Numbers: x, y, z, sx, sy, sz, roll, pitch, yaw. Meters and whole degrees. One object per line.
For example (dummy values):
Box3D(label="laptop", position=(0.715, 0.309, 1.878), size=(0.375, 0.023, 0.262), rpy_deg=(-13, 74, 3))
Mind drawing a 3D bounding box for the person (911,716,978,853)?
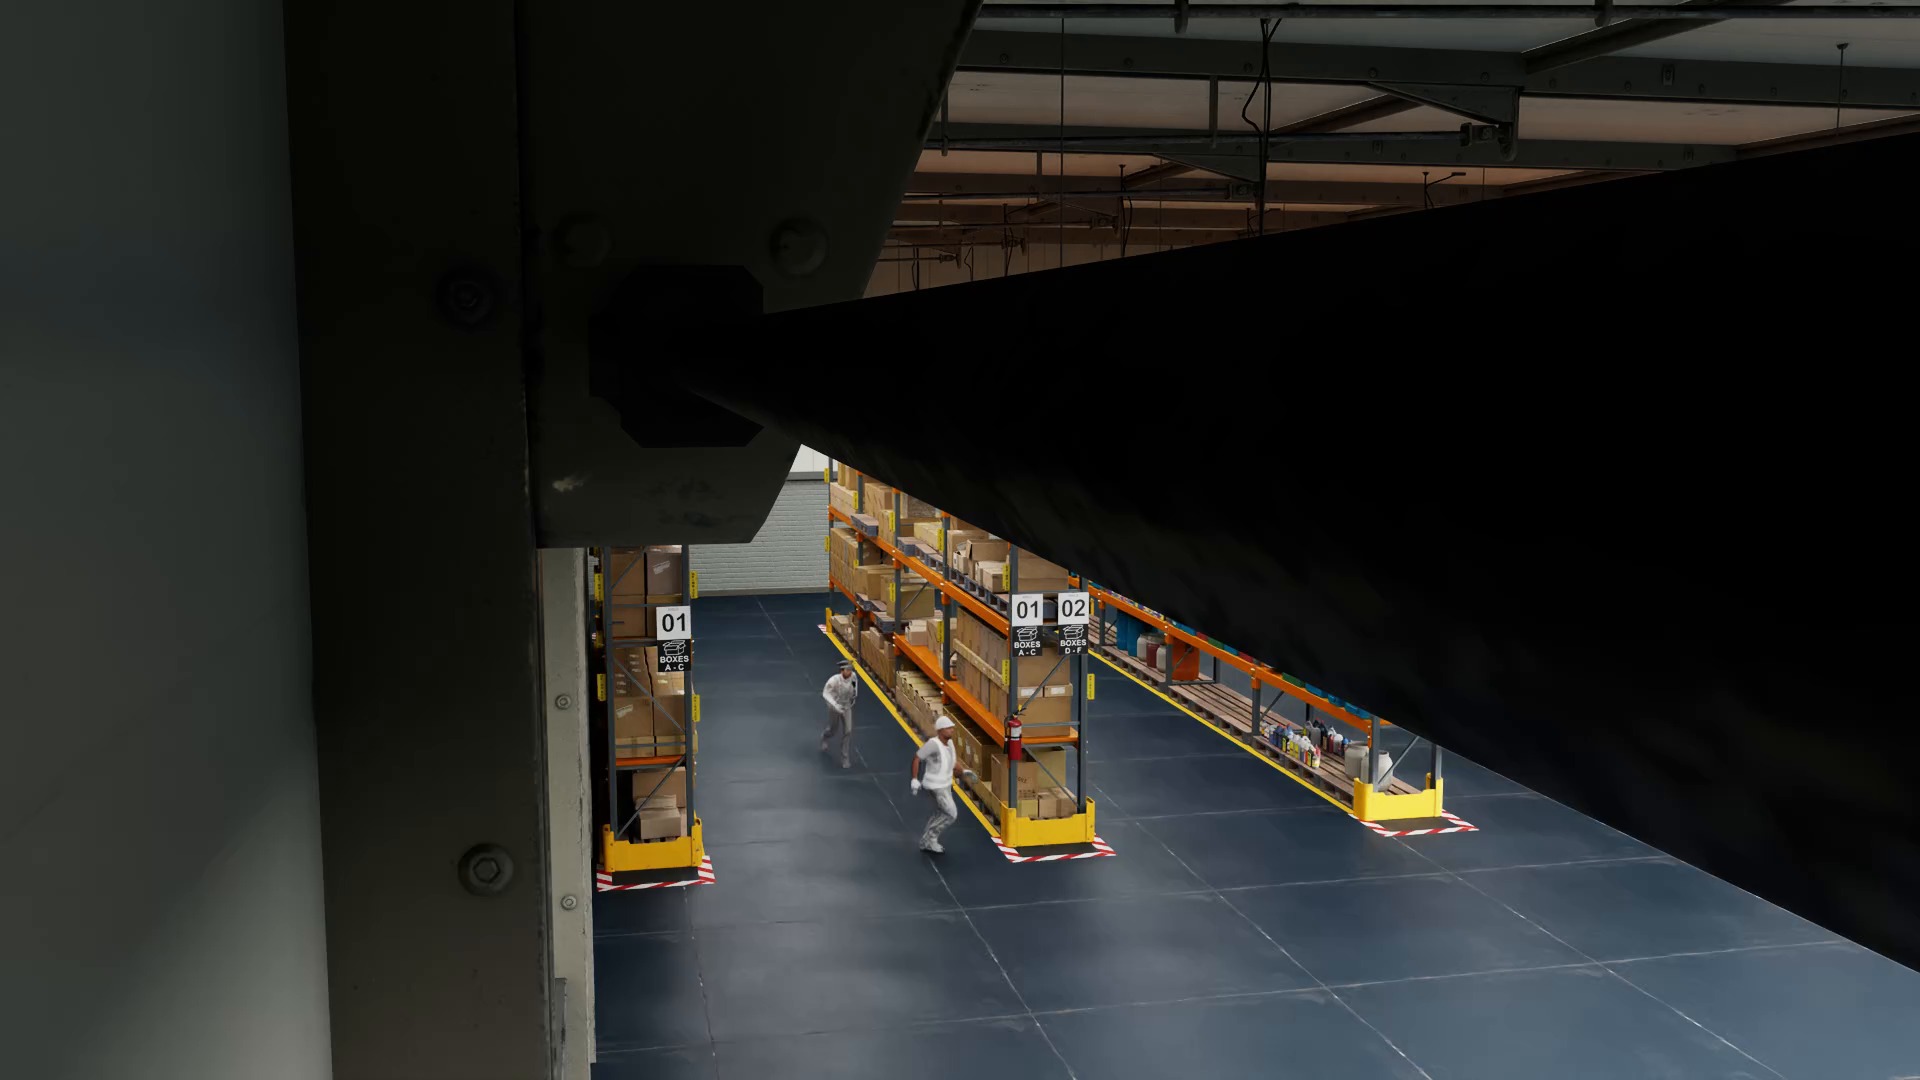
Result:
Box3D(label="person", position=(-0.205, 3.034, 20.549), size=(0.728, 1.723, 0.690), rpy_deg=(3, 7, 24))

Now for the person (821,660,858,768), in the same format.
Box3D(label="person", position=(-1.858, 2.567, 25.190), size=(0.644, 1.645, 0.965), rpy_deg=(-4, 8, -33))
